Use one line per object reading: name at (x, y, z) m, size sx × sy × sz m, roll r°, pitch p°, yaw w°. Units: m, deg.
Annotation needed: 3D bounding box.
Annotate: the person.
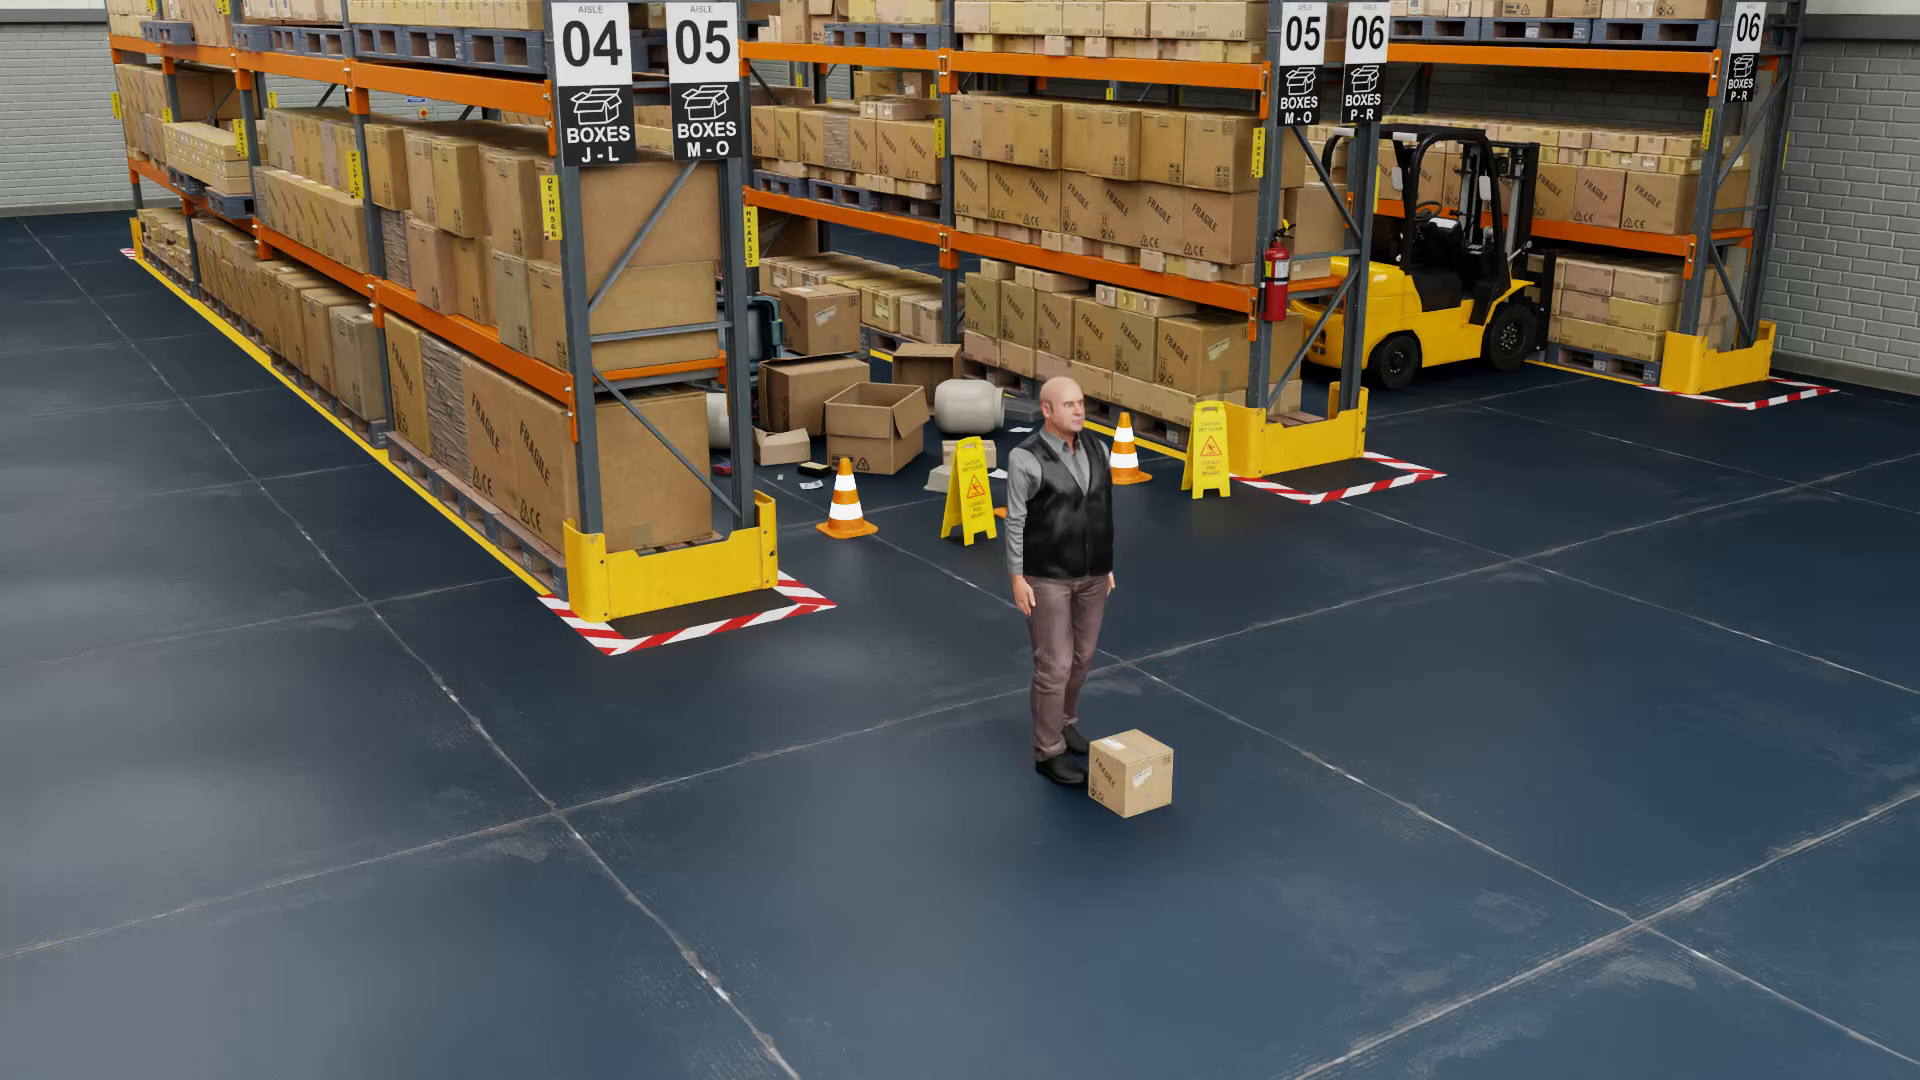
person at (0.464, 0.165, 7.107) m, size 0.544 × 1.731 × 0.567 m, roll -11°, pitch 21°, yaw -31°
